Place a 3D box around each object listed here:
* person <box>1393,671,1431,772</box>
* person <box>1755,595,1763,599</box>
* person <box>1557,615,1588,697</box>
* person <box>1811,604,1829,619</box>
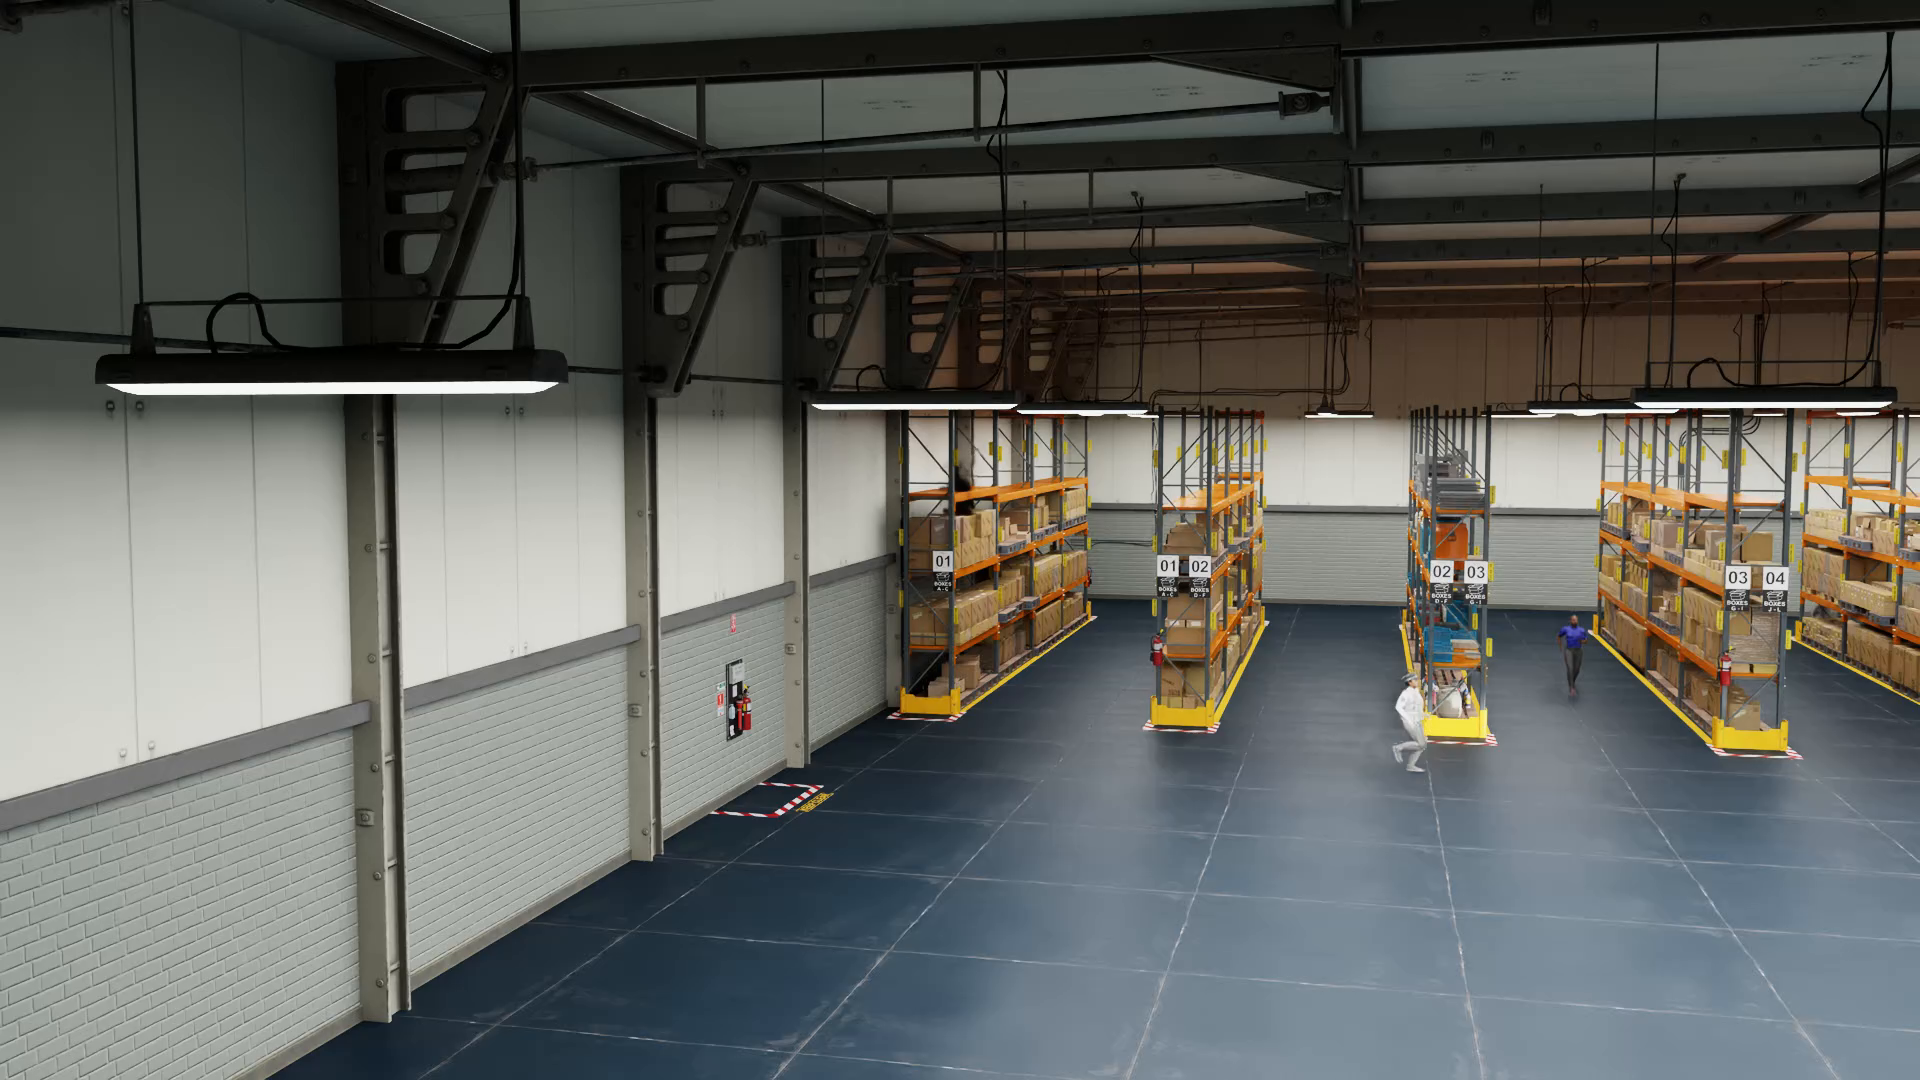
[{"bbox_3d":[7.383,2.958,27.153,0.544,1.646,0.631,3,5,38],"label":"person"},{"bbox_3d":[19.962,1.850,41.091,0.661,1.783,0.987,1,4,17],"label":"person"},{"bbox_3d":[12.815,2.381,34.763,0.572,1.654,0.935,0,4,5],"label":"person"},{"bbox_3d":[23.098,1.742,44.443,0.644,1.632,0.754,2,5,30],"label":"person"}]
